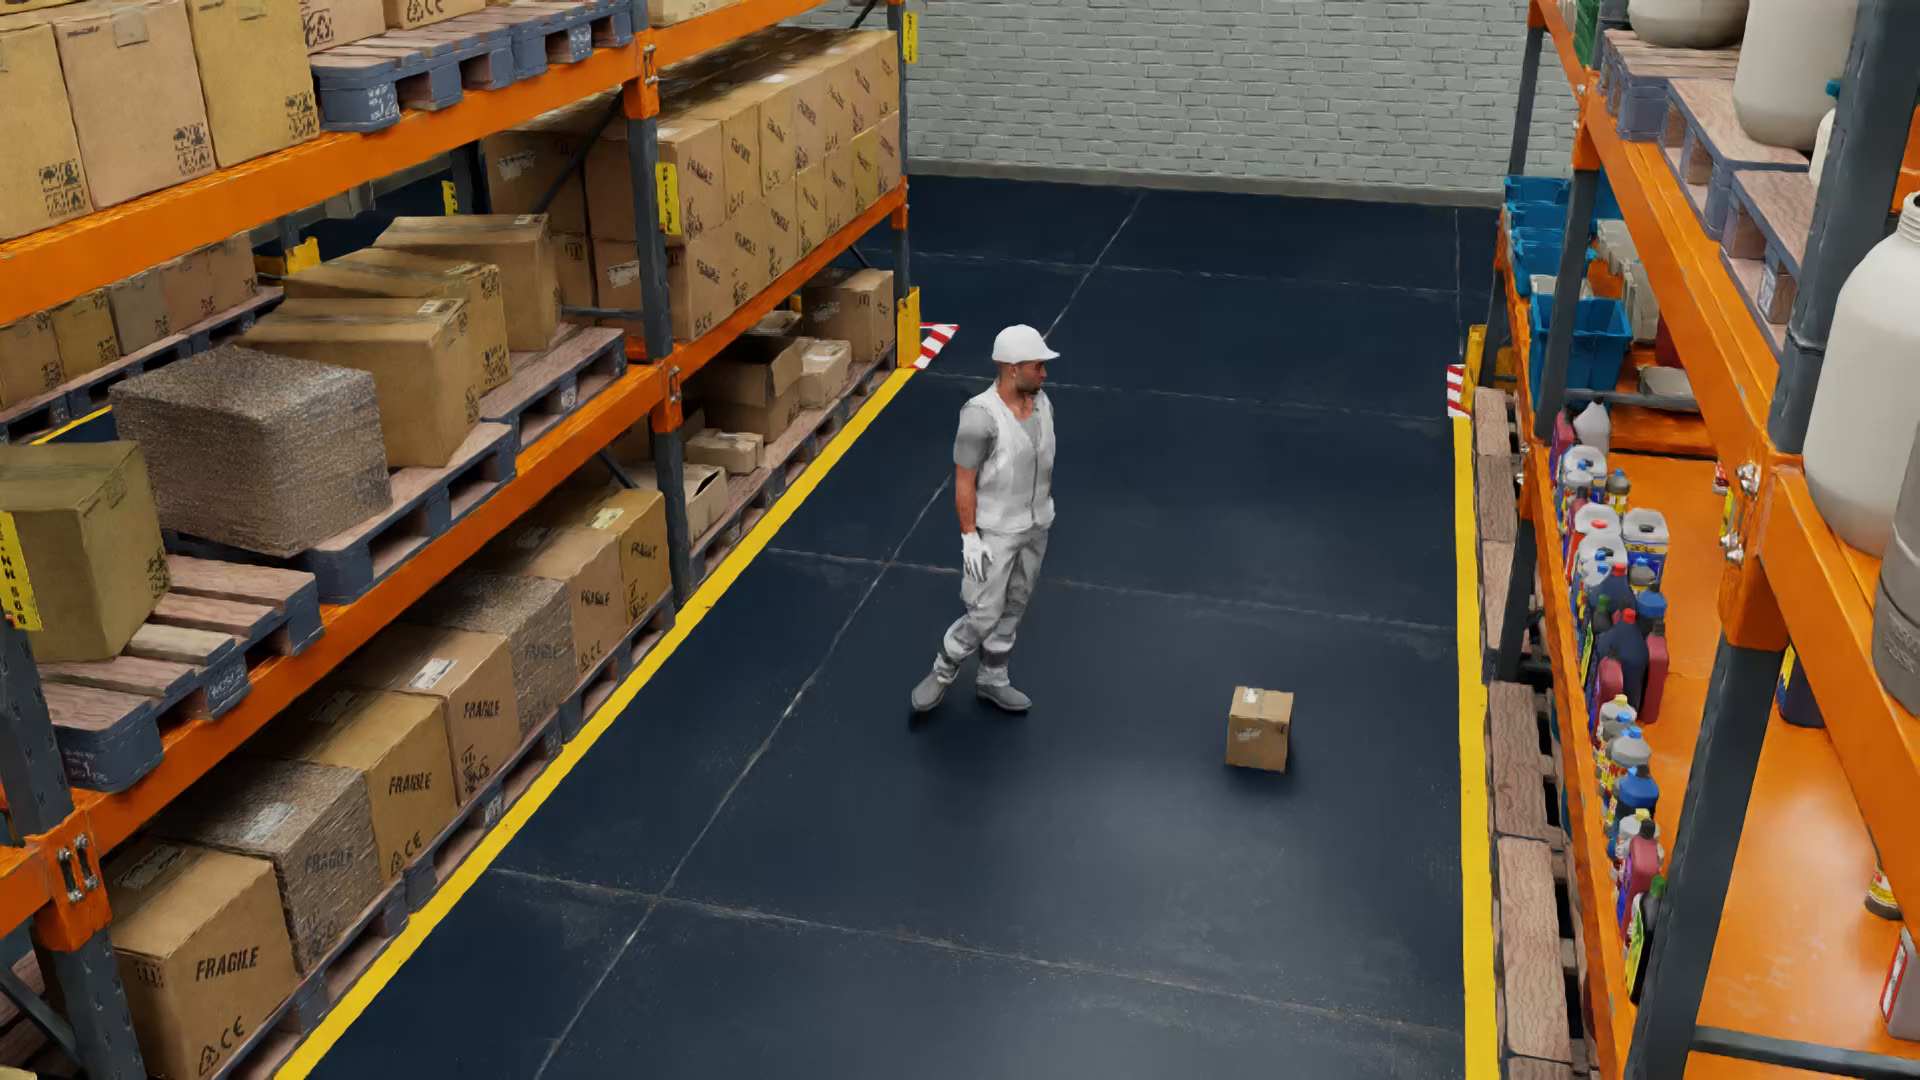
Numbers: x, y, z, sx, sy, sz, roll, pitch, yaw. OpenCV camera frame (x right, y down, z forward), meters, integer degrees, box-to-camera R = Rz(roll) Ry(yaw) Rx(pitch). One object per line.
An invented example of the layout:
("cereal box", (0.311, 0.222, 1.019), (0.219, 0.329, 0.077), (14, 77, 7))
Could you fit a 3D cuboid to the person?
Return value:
("person", (0.130, -0.062, 7.172), (0.710, 1.781, 0.456), (-20, 32, -37))
